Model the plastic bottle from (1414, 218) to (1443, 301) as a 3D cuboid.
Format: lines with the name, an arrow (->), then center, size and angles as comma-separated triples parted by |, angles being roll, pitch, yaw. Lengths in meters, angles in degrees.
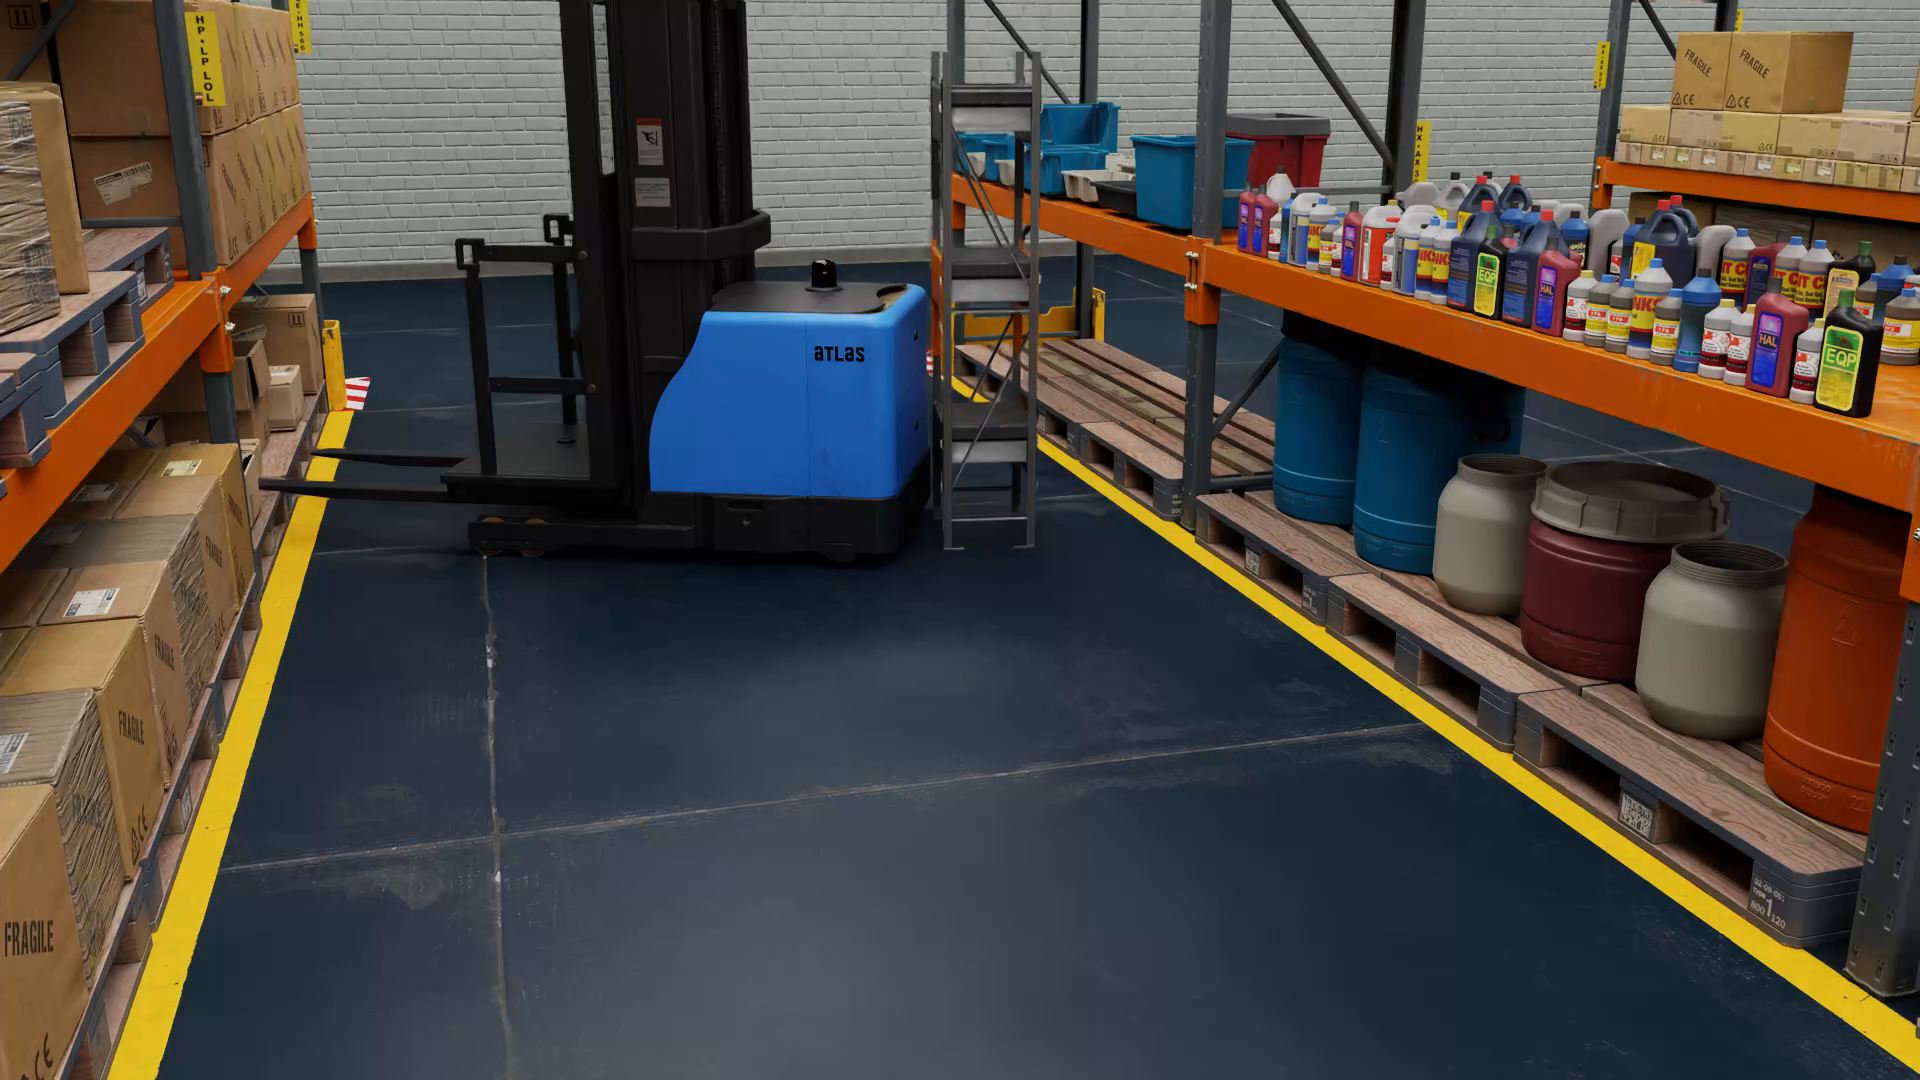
plastic bottle -> 1.596, -0.949, 5.622 | 0.097, 0.271, 0.097 | 0, 17, 0

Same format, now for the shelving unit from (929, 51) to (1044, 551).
shelving unit -> 0.103, -1.033, 7.242 | 0.431, 2.100, 0.503 | -2, 17, -6

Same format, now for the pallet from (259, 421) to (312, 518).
pallet -> -3.779, -0.326, 8.169 | 1.003, 0.211, 1.213 | -5, 17, -15

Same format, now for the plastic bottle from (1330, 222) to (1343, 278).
plastic bottle -> 1.432, -1.081, 6.182 | 0.097, 0.201, 0.097 | 0, 17, 0

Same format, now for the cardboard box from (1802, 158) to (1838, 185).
cardboard box -> 5.453, -2.279, 10.263 | 0.380, 0.149, 0.250 | -4, 17, -14

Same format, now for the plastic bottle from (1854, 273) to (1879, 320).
plastic bottle -> 2.633, -0.666, 4.802 | 0.097, 0.201, 0.097 | 0, 17, 0

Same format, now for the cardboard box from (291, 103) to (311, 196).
cardboard box -> -3.966, -2.185, 9.338 | 0.500, 0.500, 0.500 | -4, 17, -14

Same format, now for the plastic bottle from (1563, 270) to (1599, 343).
plastic bottle -> 1.825, -0.686, 4.867 | 0.097, 0.201, 0.097 | 0, 17, 0

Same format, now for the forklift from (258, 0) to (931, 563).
forklift -> -1.697, -1.477, 7.273 | 3.031, 2.935, 1.130 | 2, 17, 7

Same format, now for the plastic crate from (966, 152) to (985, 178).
plastic crate -> 0.172, -2.343, 10.392 | 0.250, 0.136, 0.298 | -5, 17, -15

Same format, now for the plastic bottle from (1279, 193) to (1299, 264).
plastic bottle -> 1.315, -1.233, 6.565 | 0.097, 0.271, 0.097 | 0, 17, 0

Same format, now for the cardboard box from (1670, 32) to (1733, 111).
cardboard box -> 5.184, -3.159, 11.195 | 0.500, 0.500, 0.500 | -5, 17, -17

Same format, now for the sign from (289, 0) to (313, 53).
sign -> -3.812, -2.984, 9.609 | 0.100, 0.325, 0.005 | -5, 17, -15

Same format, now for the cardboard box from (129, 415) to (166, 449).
cardboard box -> -3.887, -0.399, 7.474 | 0.500, 0.311, 0.500 | -5, 17, -15

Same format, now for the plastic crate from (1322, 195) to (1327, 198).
plastic crate -> 1.521, -1.566, 7.806 | 0.396, 0.136, 0.243 | -5, 17, -15

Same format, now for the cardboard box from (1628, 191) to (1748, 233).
cardboard box -> 5.427, -2.034, 11.974 | 0.875, 0.875, 0.875 | -5, 17, -15

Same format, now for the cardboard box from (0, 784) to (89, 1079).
cardboard box -> -2.003, 0.811, 3.117 | 0.500, 0.500, 0.500 | -4, 17, -13

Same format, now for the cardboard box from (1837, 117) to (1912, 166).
cardboard box -> 5.615, -2.371, 9.876 | 0.500, 0.250, 0.500 | -4, 17, -14

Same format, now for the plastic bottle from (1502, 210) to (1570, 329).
plastic bottle -> 1.772, -0.835, 5.104 | 0.144, 0.351, 0.185 | -5, 17, -15

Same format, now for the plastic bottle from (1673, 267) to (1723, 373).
plastic bottle -> 1.959, -0.585, 4.408 | 0.097, 0.271, 0.097 | 0, 17, 0

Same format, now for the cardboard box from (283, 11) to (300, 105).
cardboard box -> -3.965, -2.665, 9.198 | 0.500, 0.500, 0.500 | -5, 17, -16

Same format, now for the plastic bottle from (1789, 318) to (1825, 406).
plastic bottle -> 2.075, -0.434, 4.027 | 0.097, 0.201, 0.097 | 0, 17, 0

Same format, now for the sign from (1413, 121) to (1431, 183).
sign -> 2.041, -1.699, 7.413 | 0.100, 0.325, 0.005 | -5, 17, -15

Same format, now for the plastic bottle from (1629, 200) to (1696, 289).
plastic bottle -> 2.272, -0.918, 5.379 | 0.144, 0.351, 0.185 | -5, 17, -15

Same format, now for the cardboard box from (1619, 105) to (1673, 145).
cardboard box -> 5.047, -2.938, 11.763 | 0.500, 0.250, 0.500 | -5, 17, -17

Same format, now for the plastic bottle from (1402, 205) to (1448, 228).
plastic bottle -> 1.673, -1.062, 5.989 | 0.152, 0.276, 0.135 | -5, 17, -15

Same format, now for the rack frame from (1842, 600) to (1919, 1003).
rack frame -> 2.611, -0.417, 3.627 | 1.000, 3.000, 0.127 | -5, 17, -15

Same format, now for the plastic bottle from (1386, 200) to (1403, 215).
plastic bottle -> 1.816, -1.330, 7.011 | 0.097, 0.201, 0.097 | 0, 17, 0

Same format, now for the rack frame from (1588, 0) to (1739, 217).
rack frame -> 5.175, -3.022, 12.297 | 1.000, 3.000, 0.127 | -5, 17, -15

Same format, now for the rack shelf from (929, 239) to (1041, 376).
rack shelf -> 0.103, -1.020, 7.246 | 0.431, 0.518, 0.480 | -2, 17, -6

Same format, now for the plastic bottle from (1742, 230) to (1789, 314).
plastic bottle -> 2.529, -0.830, 5.203 | 0.061, 0.283, 0.133 | -5, 17, -15

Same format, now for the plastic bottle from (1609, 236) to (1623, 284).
plastic bottle -> 2.329, -0.973, 5.823 | 0.097, 0.201, 0.097 | 0, 17, 0

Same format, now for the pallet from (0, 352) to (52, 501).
pallet -> -2.406, -0.117, 2.960 | 1.213, 0.211, 1.003 | -5, 17, -15

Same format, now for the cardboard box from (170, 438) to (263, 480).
cardboard box -> -3.407, -0.358, 7.592 | 0.380, 0.166, 0.250 | -5, 17, -15

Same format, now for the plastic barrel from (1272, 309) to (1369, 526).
plastic barrel -> 1.645, -0.568, 7.046 | 0.600, 0.901, 0.708 | -5, 17, -15

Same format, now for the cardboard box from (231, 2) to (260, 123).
cardboard box -> -3.394, -2.097, 7.308 | 0.500, 0.500, 0.500 | -5, 17, -17

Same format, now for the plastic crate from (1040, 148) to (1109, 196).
plastic crate -> 0.608, -2.037, 9.206 | 0.416, 0.233, 0.300 | -5, 17, -15

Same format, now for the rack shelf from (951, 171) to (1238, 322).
rack shelf -> 0.962, -1.732, 9.255 | 1.077, 0.370, 4.000 | -5, 17, -15

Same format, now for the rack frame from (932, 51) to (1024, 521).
rack frame -> 0.077, -1.103, 7.475 | 0.400, 2.100, 0.015 | -2, 17, -6

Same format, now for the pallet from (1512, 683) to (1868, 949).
pallet -> 2.354, 0.704, 4.743 | 1.003, 0.211, 1.213 | -5, 17, -15

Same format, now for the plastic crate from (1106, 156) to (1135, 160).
plastic crate -> 0.876, -2.240, 10.049 | 0.396, 0.136, 0.243 | -5, 17, -15

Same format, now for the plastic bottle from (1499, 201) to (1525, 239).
plastic bottle -> 2.055, -1.123, 6.200 | 0.097, 0.271, 0.097 | 0, 17, 0

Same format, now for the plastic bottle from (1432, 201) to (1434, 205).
plastic bottle -> 1.989, -1.315, 6.961 | 0.097, 0.201, 0.097 | 0, 17, 0

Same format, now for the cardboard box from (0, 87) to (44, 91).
cardboard box -> -3.087, -1.048, 4.824 | 0.700, 0.500, 0.500 | -2, 17, -6

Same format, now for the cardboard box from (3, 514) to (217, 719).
cardboard box -> -2.576, 0.243, 5.008 | 0.500, 0.500, 0.500 | -4, 17, -15

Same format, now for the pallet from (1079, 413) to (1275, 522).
pallet -> 1.272, -0.388, 8.378 | 1.003, 0.211, 1.213 | -5, 17, -15

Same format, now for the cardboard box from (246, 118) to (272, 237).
cardboard box -> -3.409, -1.623, 7.469 | 0.500, 0.500, 0.500 | -5, 17, -16

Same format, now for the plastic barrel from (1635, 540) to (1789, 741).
plastic barrel -> 2.219, 0.290, 4.867 | 0.421, 0.512, 0.421 | 0, 17, 0

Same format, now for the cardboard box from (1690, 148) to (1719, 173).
cardboard box -> 5.170, -2.563, 11.208 | 0.380, 0.149, 0.250 | -5, 17, -16

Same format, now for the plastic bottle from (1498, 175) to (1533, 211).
plastic bottle -> 2.130, -1.220, 6.387 | 0.144, 0.351, 0.185 | -5, 17, -15
